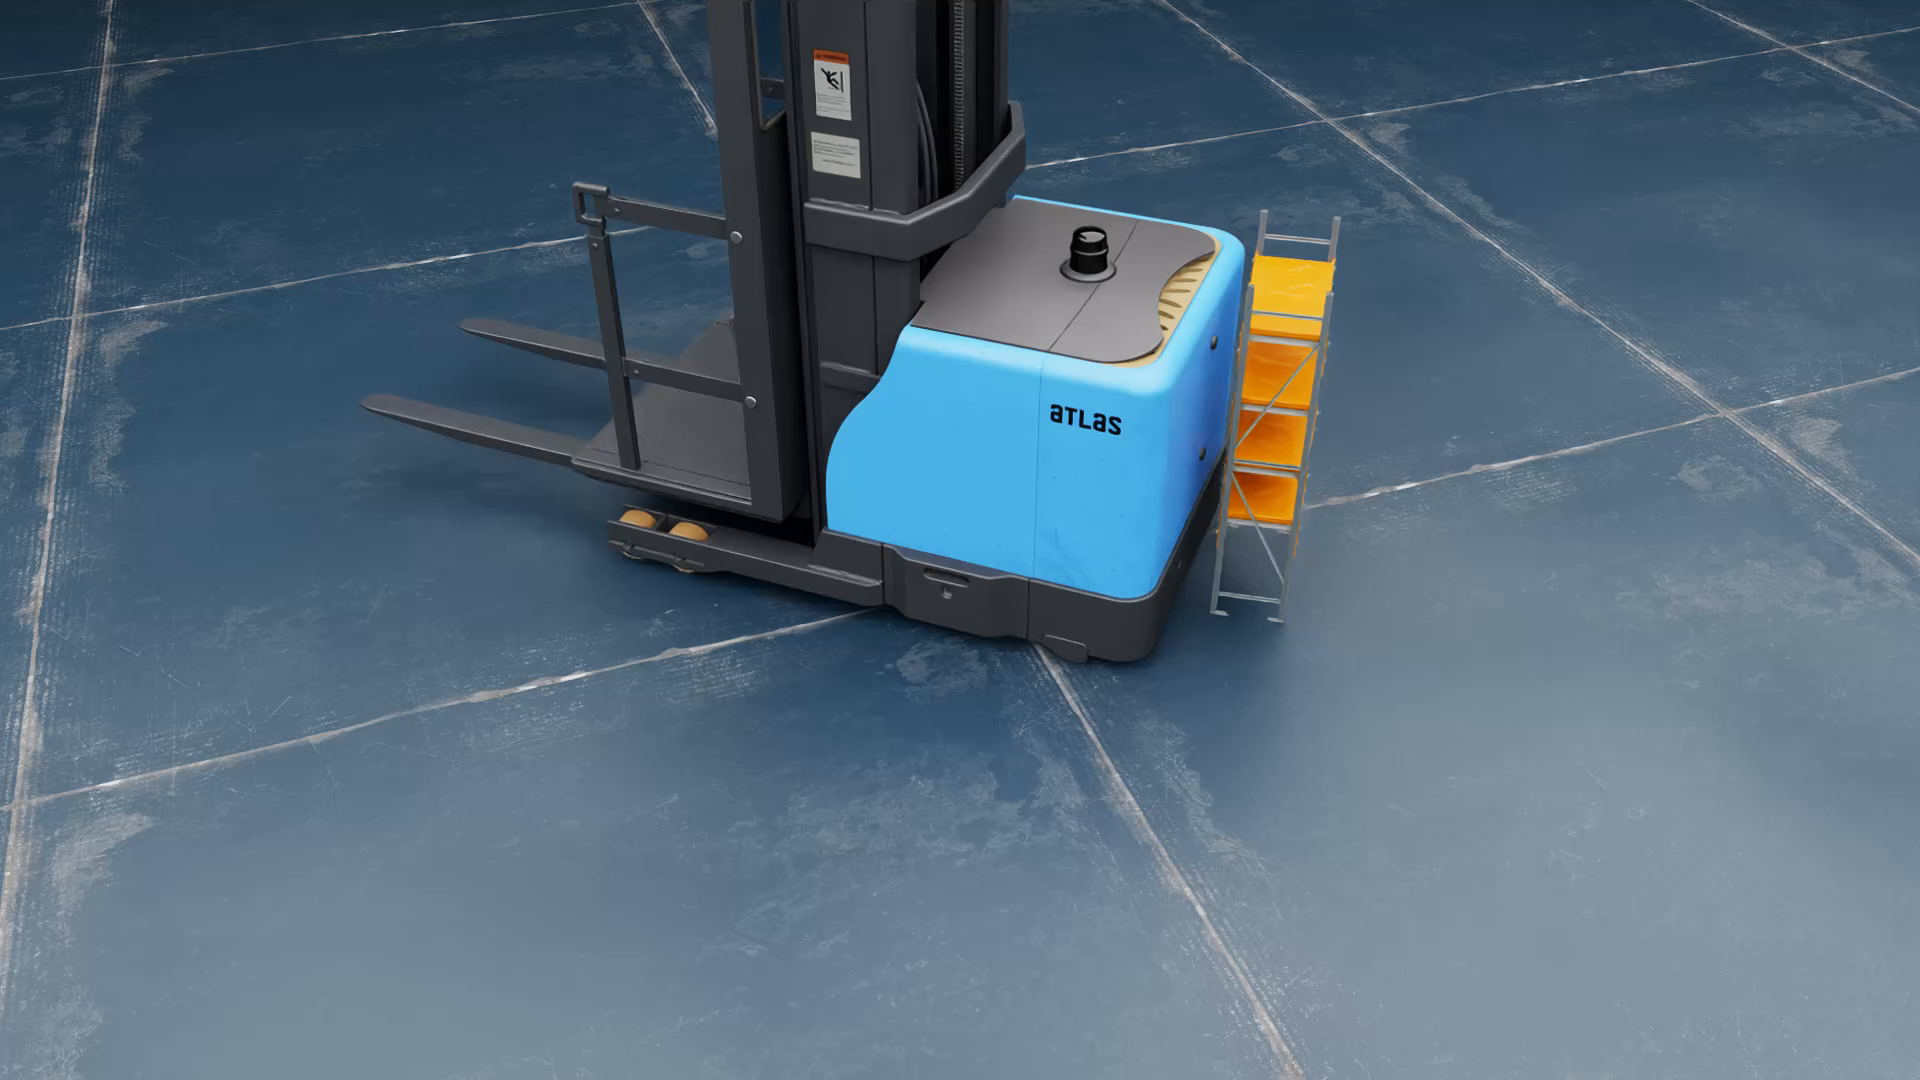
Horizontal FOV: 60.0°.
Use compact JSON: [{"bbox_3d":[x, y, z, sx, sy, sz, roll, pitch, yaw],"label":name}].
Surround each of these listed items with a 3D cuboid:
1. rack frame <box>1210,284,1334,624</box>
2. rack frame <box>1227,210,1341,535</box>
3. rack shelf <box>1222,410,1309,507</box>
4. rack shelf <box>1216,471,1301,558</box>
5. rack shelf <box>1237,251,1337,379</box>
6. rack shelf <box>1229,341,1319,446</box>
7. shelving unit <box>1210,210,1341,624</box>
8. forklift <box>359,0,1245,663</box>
[{"bbox_3d":[0.934,-0.228,5.055,0.240,1.200,0.015,8,38,10],"label":"rack frame"},{"bbox_3d":[1.040,-0.514,5.435,0.240,1.200,0.015,8,38,10],"label":"rack frame"},{"bbox_3d":[0.987,-0.317,5.286,0.258,0.148,0.480,8,38,10],"label":"rack shelf"},{"bbox_3d":[0.987,-0.159,5.405,0.258,0.148,0.480,8,38,10],"label":"rack shelf"},{"bbox_3d":[0.987,-0.685,5.009,0.258,0.148,0.480,8,38,10],"label":"rack shelf"},{"bbox_3d":[0.987,-0.496,5.151,0.258,0.148,0.480,8,38,10],"label":"rack shelf"},{"bbox_3d":[0.987,-0.371,5.245,0.258,1.200,0.503,8,38,10],"label":"shelving unit"},{"bbox_3d":[-0.655,-1.343,5.097,3.031,2.935,1.130,13,39,17],"label":"forklift"}]
